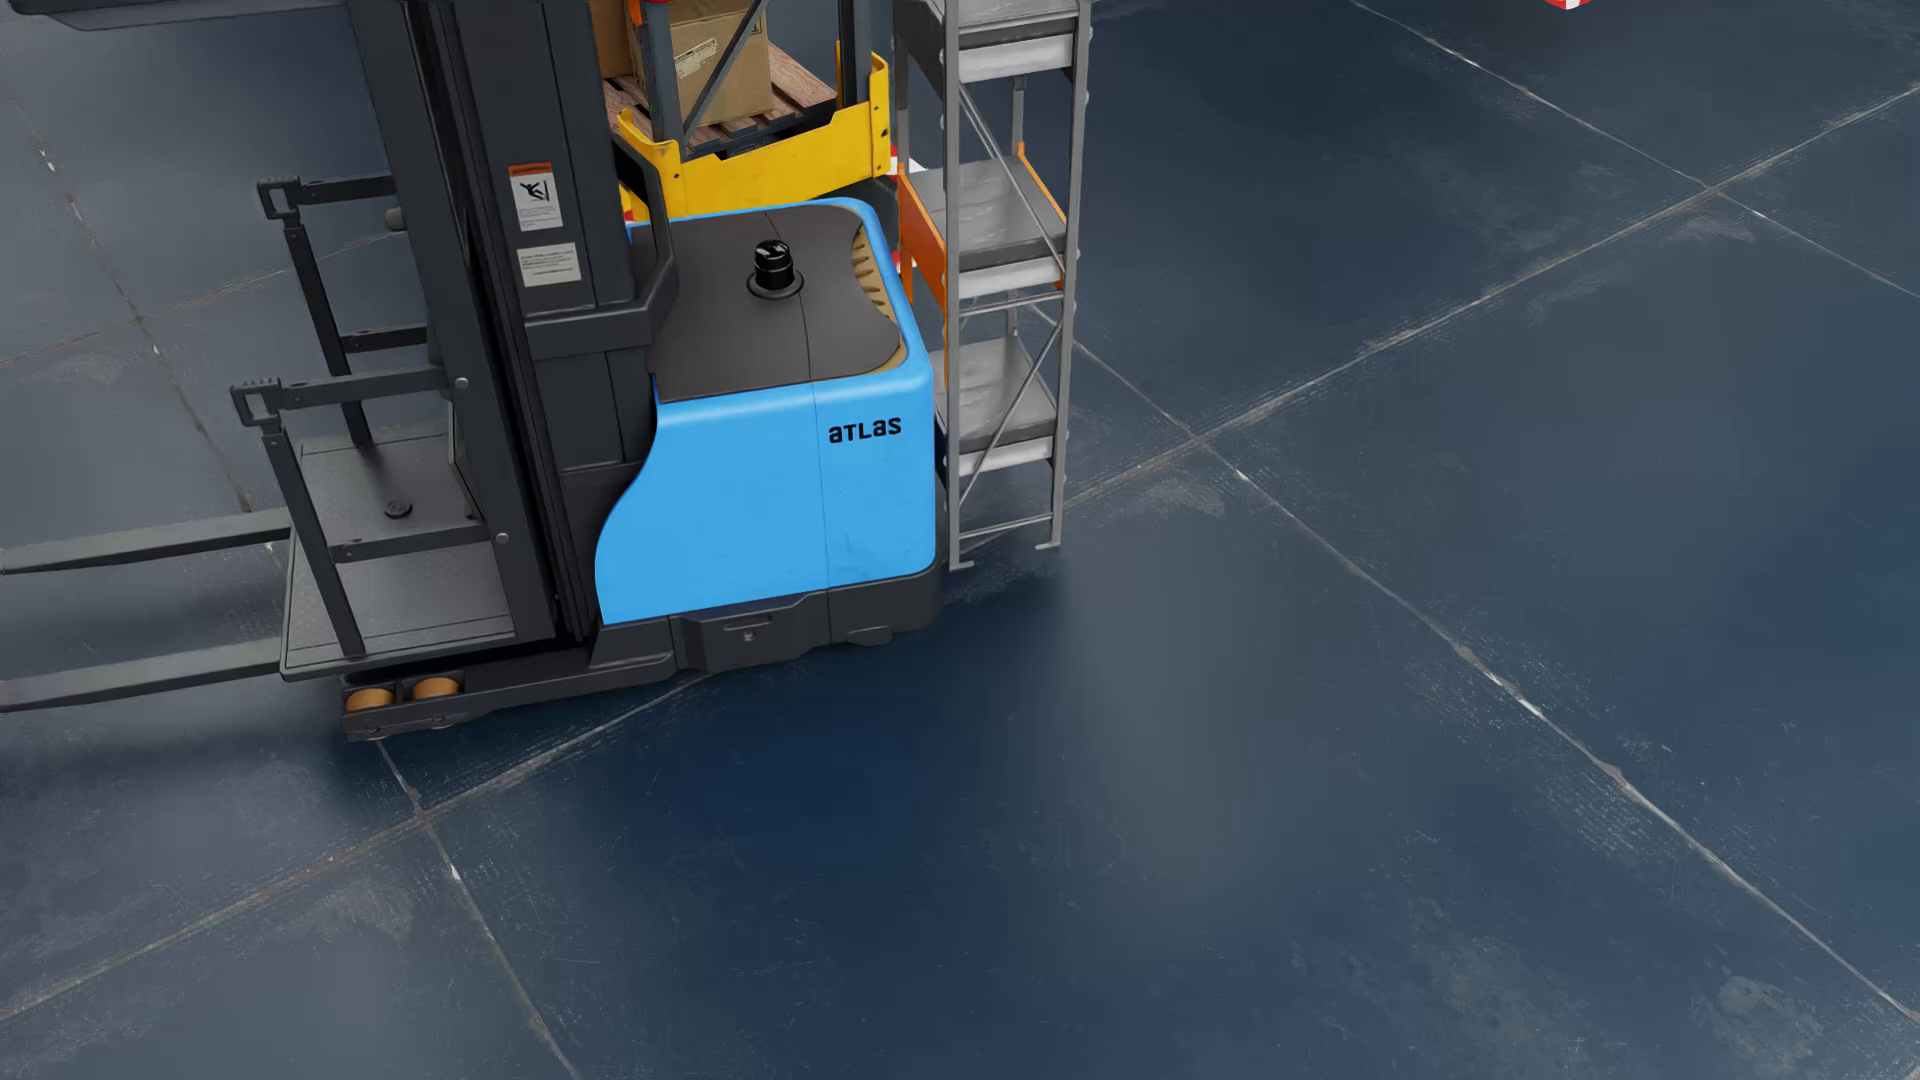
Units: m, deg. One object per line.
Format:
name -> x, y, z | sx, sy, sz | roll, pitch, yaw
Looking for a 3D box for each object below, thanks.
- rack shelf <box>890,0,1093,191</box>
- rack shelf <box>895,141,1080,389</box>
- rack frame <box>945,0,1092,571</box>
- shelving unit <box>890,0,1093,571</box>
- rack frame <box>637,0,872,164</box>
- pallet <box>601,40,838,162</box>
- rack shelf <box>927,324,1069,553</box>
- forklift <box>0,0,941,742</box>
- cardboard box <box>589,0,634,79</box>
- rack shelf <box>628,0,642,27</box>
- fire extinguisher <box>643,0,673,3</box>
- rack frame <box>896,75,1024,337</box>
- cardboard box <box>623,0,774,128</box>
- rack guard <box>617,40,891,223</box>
rack shelf -> 0.077, -1.358, 4.658 | 0.431, 0.518, 0.480 | -13, 45, -13
rack shelf -> 0.077, -0.852, 5.141 | 0.431, 0.518, 0.480 | -13, 45, -13
rack frame -> 0.153, -0.701, 4.964 | 0.400, 2.100, 0.015 | -13, 45, -13
shelving unit -> 0.077, -0.862, 5.132 | 0.431, 2.100, 0.503 | -13, 45, -13
rack frame -> -0.820, -2.581, 6.281 | 1.000, 3.000, 0.127 | -26, 49, -24
pallet -> -1.299, -2.089, 7.785 | 1.003, 0.211, 1.213 | -26, 49, -24
rack shelf -> 0.077, -0.346, 5.625 | 0.431, 0.518, 0.480 | -13, 45, -13
forklift -> -1.636, -0.849, 4.516 | 3.031, 2.935, 1.130 | -9, 44, -10
cardboard box -> -1.533, -2.514, 7.717 | 0.500, 0.500, 0.500 | -14, 45, -14
rack shelf -> -1.964, -3.453, 7.716 | 1.077, 0.370, 4.000 | -26, 49, -24
fire extinguisher -> -1.132, -2.306, 6.049 | 0.296, 0.674, 0.183 | -26, 49, -24
rack frame -> 0.001, -1.022, 5.300 | 0.400, 2.100, 0.015 | -13, 45, -13
cardboard box -> -1.163, -2.189, 7.376 | 0.500, 0.500, 0.500 | -17, 46, -17
rack guard -> -0.863, -1.719, 7.189 | 1.175, 0.500, 0.348 | -26, 49, -24
